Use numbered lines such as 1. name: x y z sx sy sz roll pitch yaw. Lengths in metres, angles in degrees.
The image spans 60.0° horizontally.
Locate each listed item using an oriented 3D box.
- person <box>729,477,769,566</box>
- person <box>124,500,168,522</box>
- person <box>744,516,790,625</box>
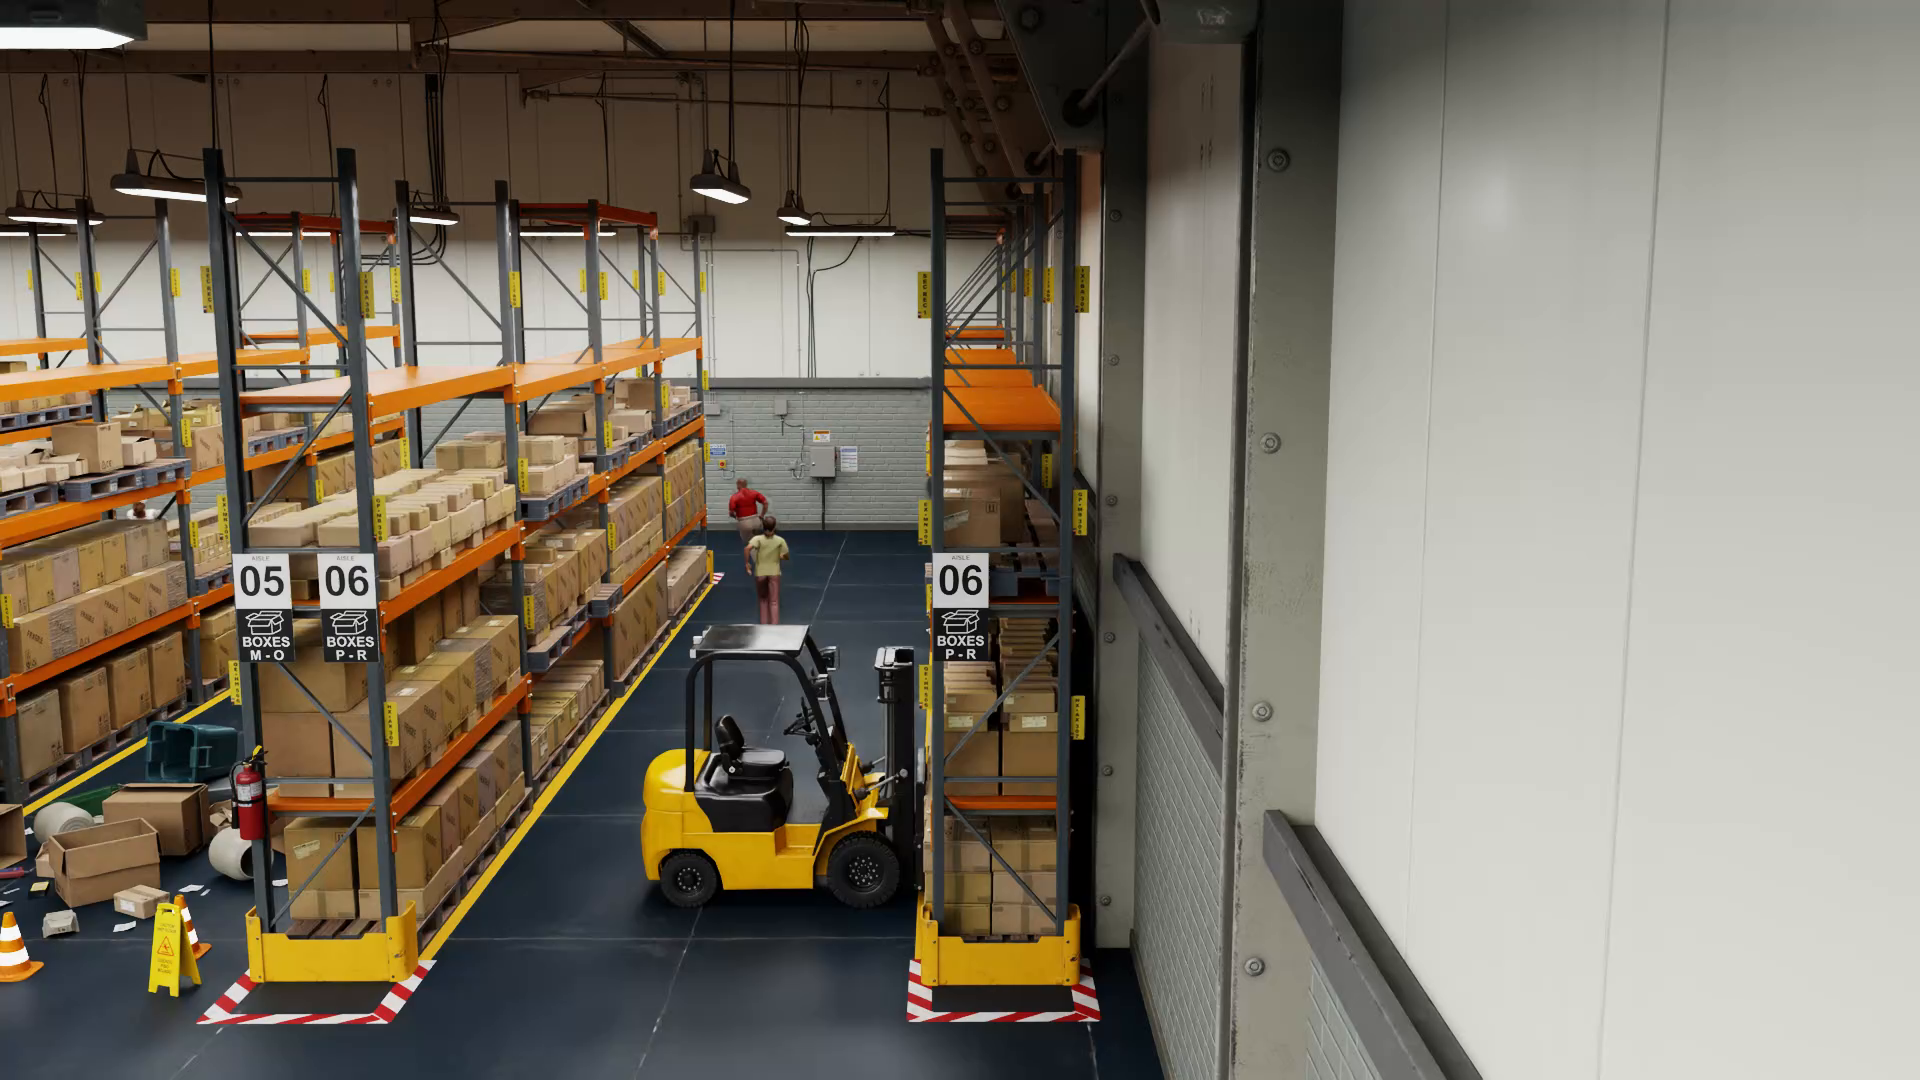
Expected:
1. person: -3.684 -0.254 28.784 0.704 1.698 0.607 -7 12 -37
2. person: -12.870 0.119 26.353 0.670 1.723 0.772 0 9 0
3. person: -2.553 0.557 22.065 0.581 1.751 0.809 0 9 -2
